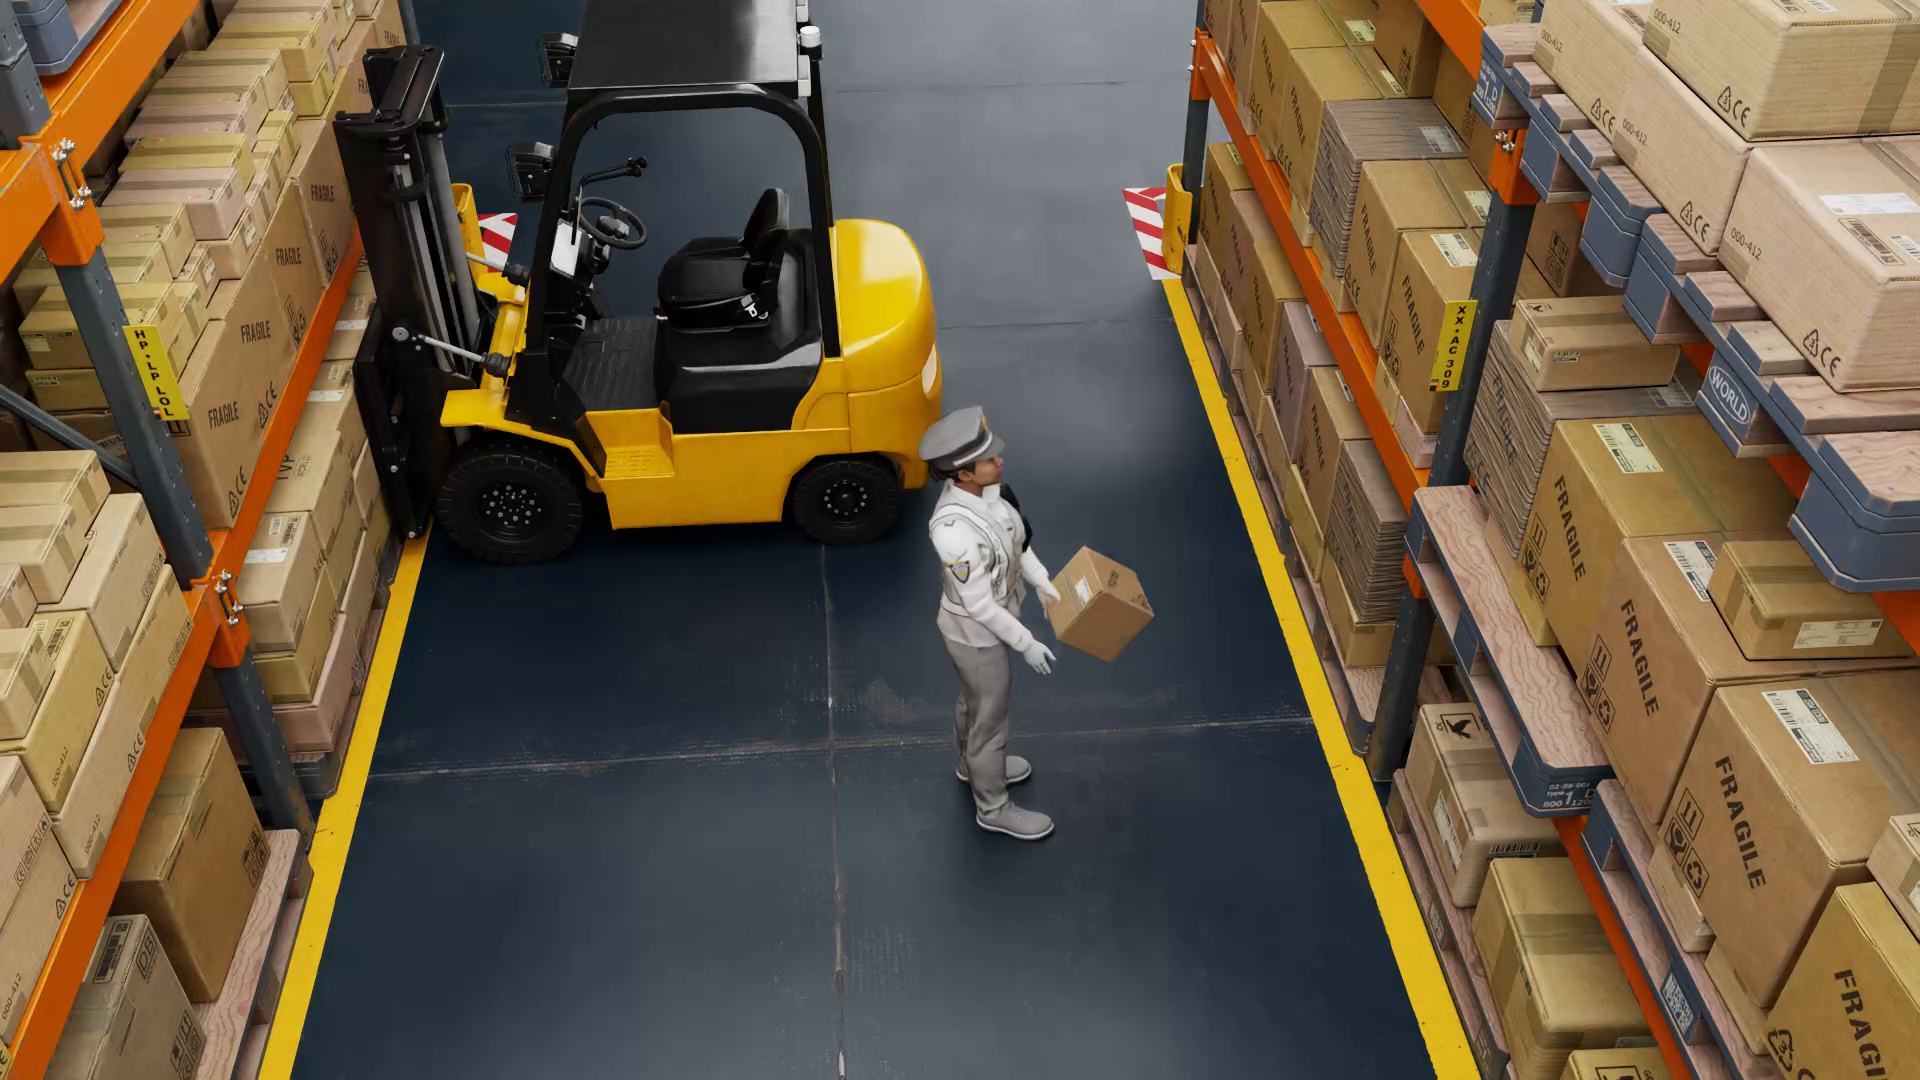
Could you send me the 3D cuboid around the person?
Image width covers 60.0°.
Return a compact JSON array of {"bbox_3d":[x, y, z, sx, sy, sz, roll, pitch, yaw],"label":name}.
[{"bbox_3d":[0.123,0.276,5.783,0.521,1.698,0.495,7,40,9],"label":"person"}]
